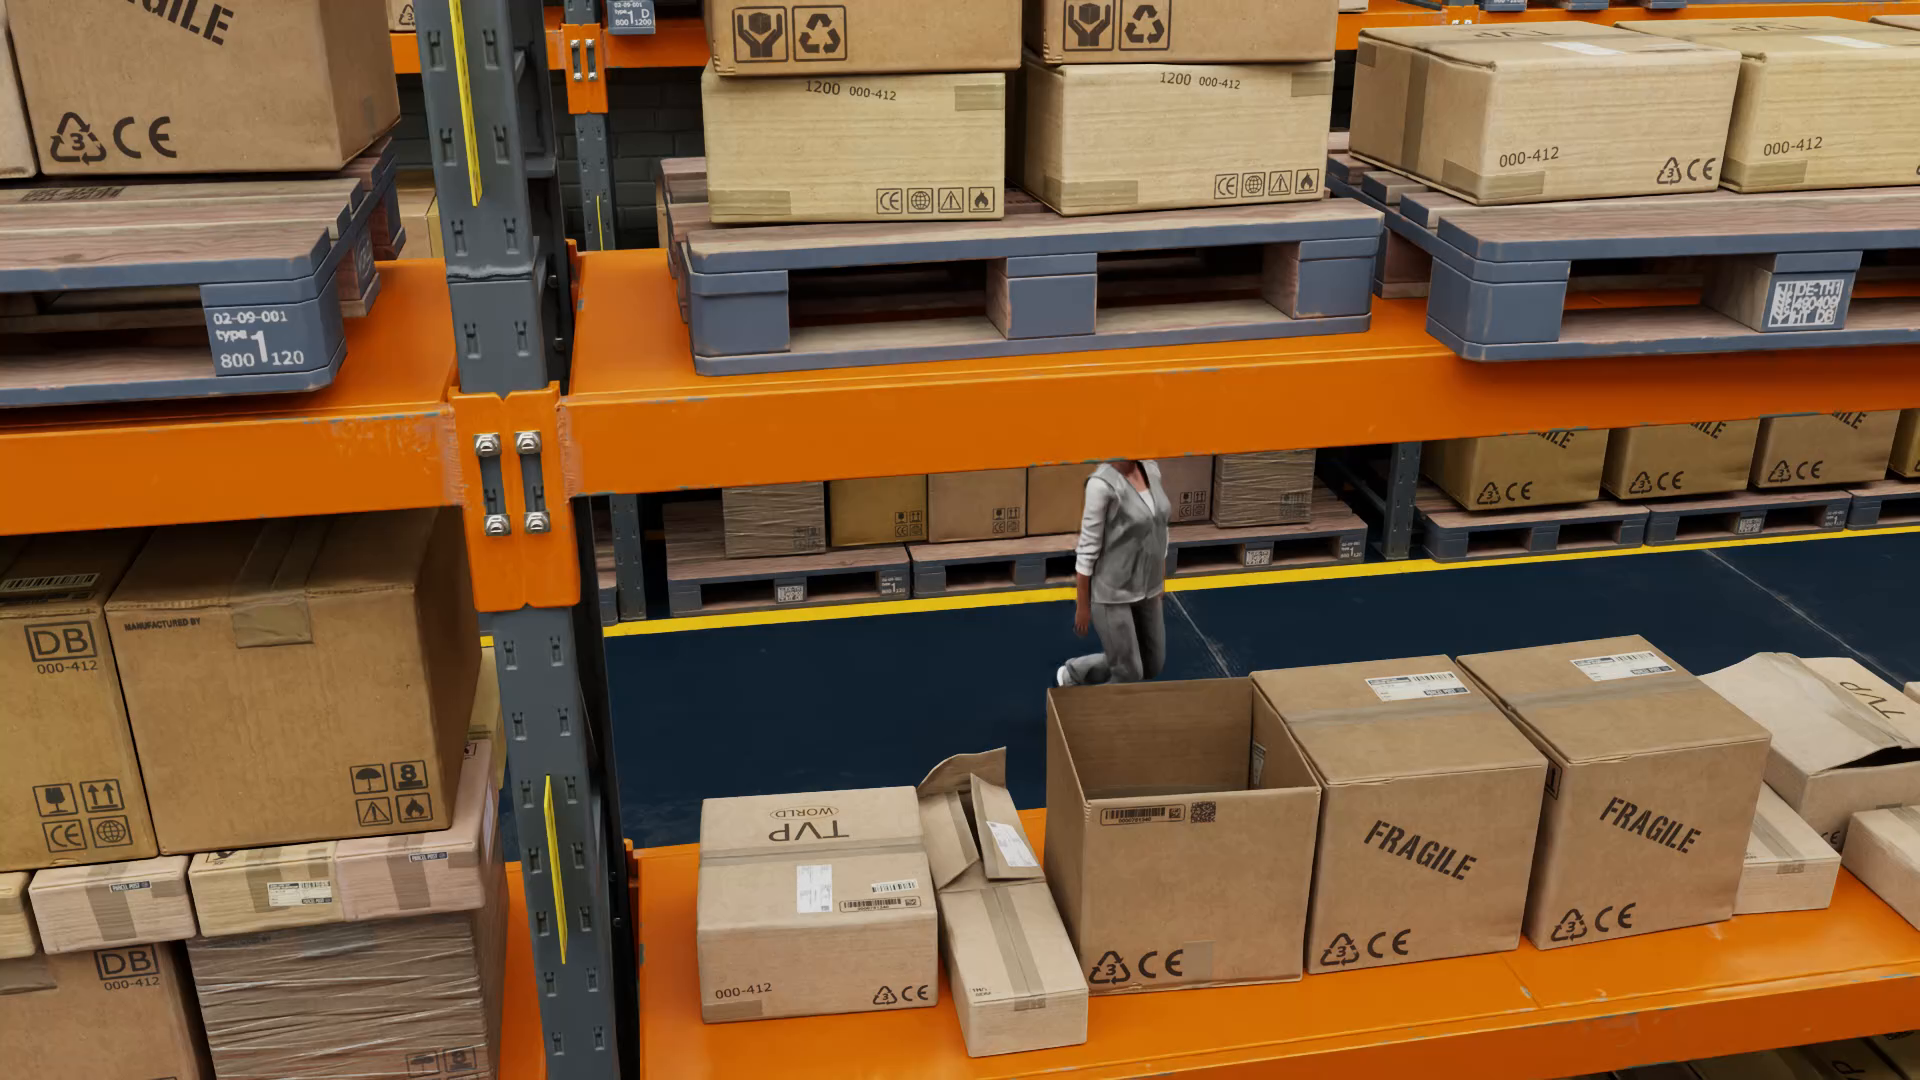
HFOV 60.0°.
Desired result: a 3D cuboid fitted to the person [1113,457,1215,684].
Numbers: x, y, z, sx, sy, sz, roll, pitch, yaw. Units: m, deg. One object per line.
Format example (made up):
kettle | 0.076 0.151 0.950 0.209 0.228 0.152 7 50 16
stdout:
person | 0.835 0.288 6.472 0.445 1.626 0.655 -21 31 -39
